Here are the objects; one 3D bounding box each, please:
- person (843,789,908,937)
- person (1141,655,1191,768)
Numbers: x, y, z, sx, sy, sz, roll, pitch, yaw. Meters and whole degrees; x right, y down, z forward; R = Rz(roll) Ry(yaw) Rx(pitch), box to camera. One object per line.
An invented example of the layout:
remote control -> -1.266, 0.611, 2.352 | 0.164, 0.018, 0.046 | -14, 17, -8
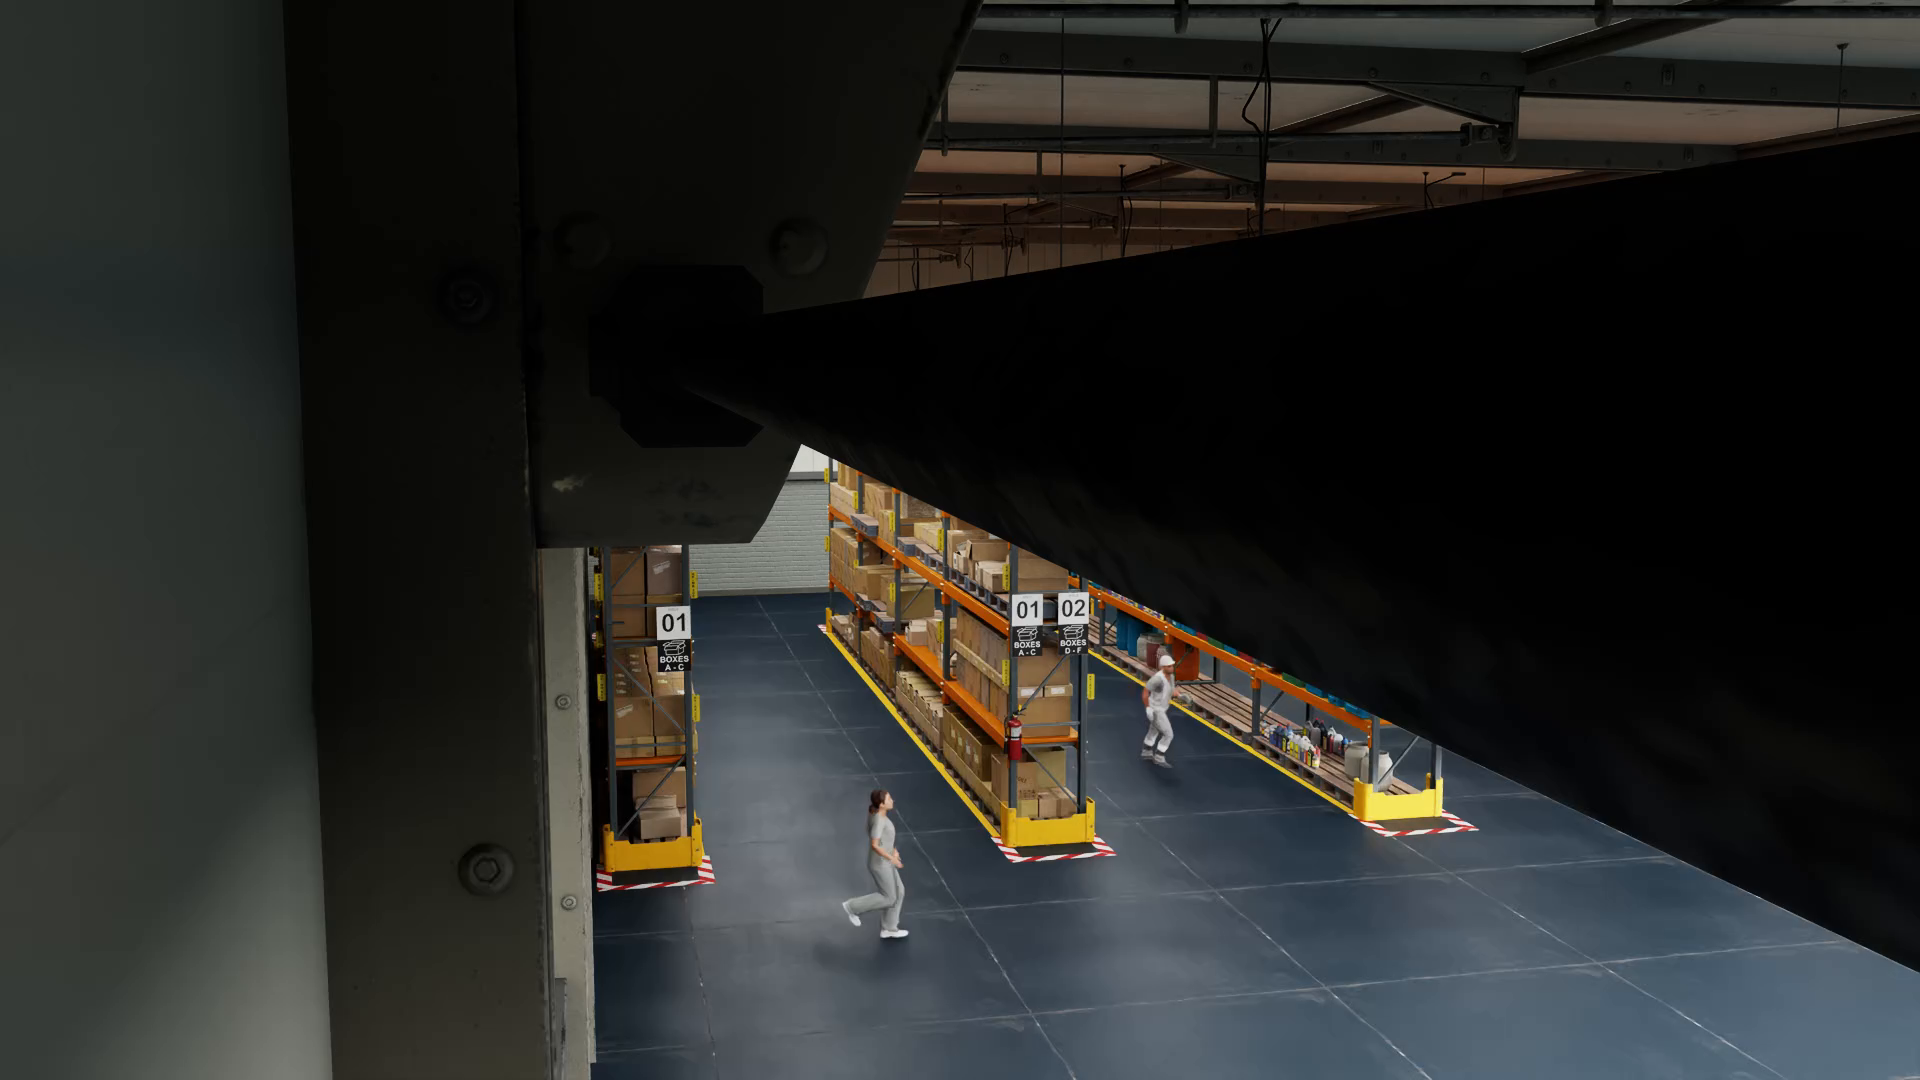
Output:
person -> -0.900, 3.439, 17.692 | 0.695, 1.622, 0.573 | 0, 7, -1
person -> 3.035, 2.557, 24.871 | 0.811, 1.737, 0.675 | 3, 8, 27
